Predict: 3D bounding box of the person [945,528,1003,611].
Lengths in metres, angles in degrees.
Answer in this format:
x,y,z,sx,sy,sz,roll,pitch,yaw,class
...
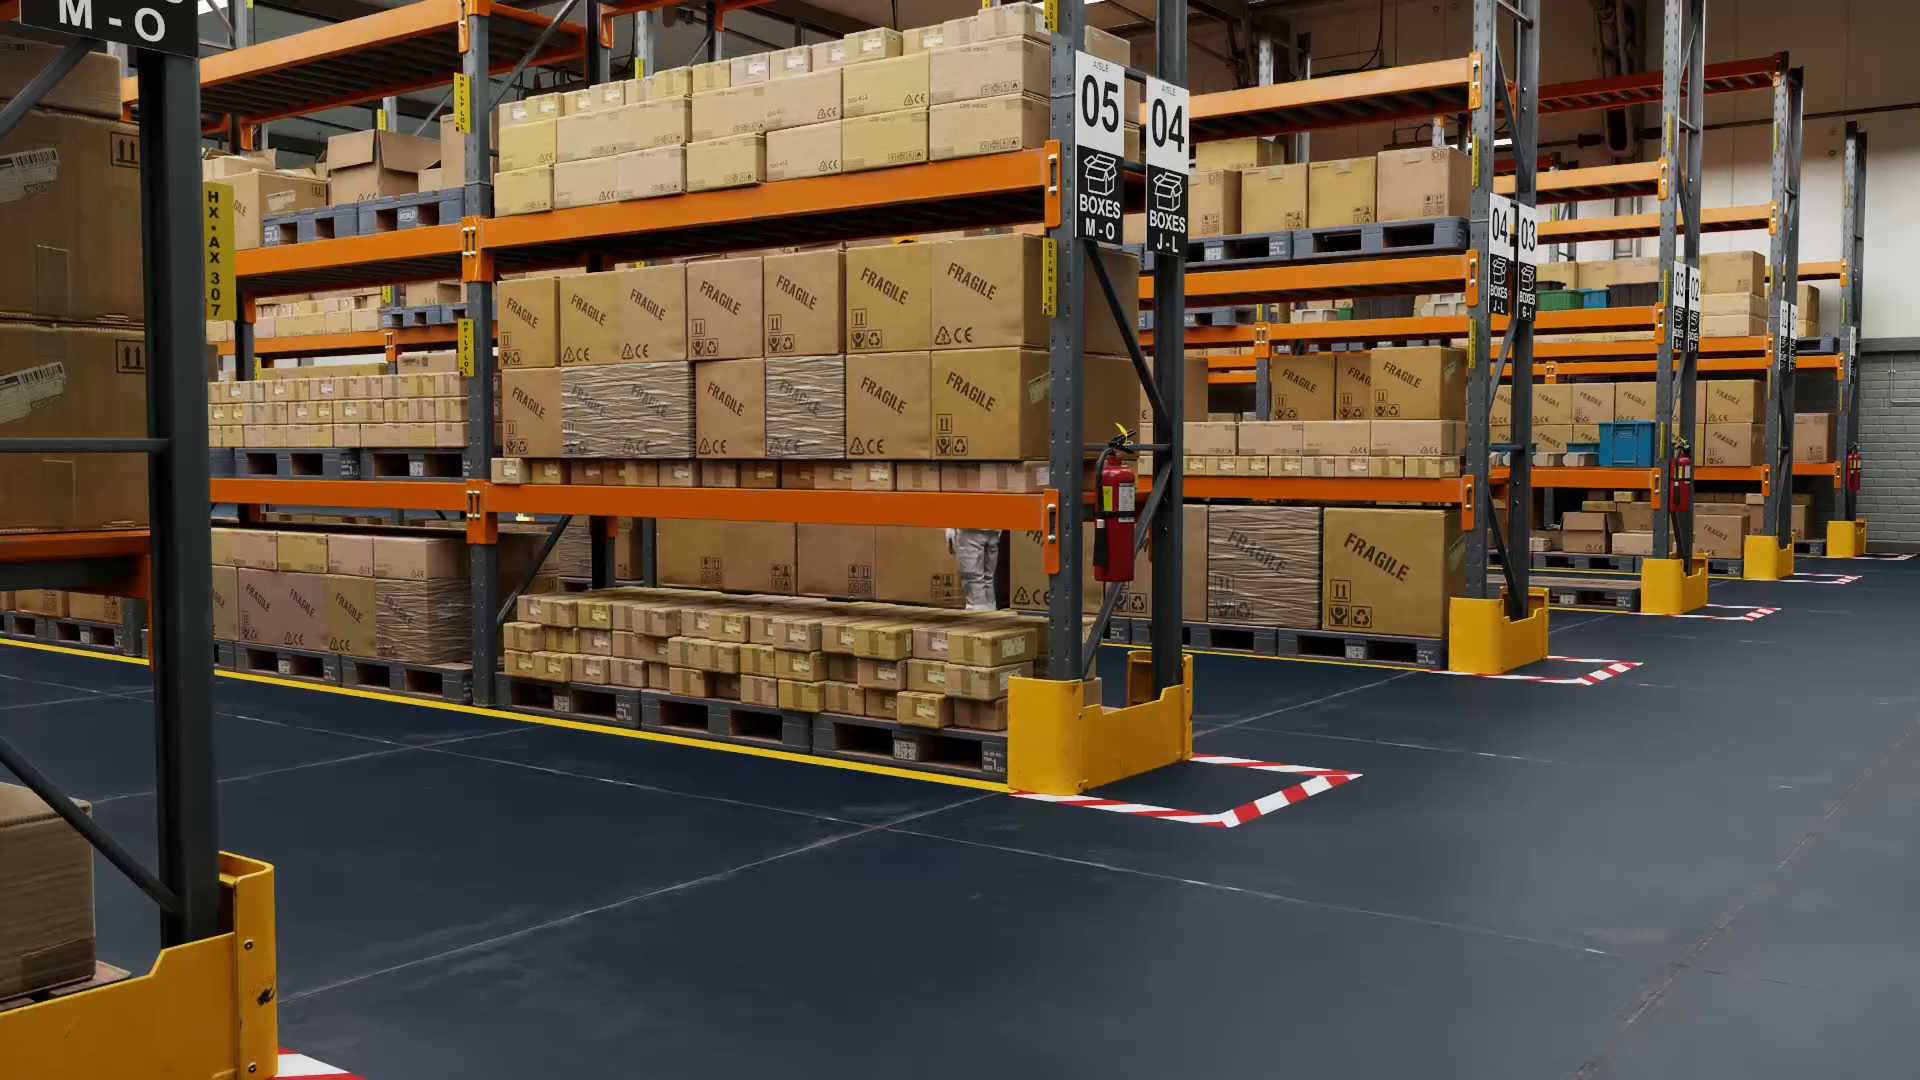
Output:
x,y,z,sx,sy,sz,roll,pitch,yaw,class
0.078,-0.077,12.359,0.564,1.788,0.637,2,4,36,person
